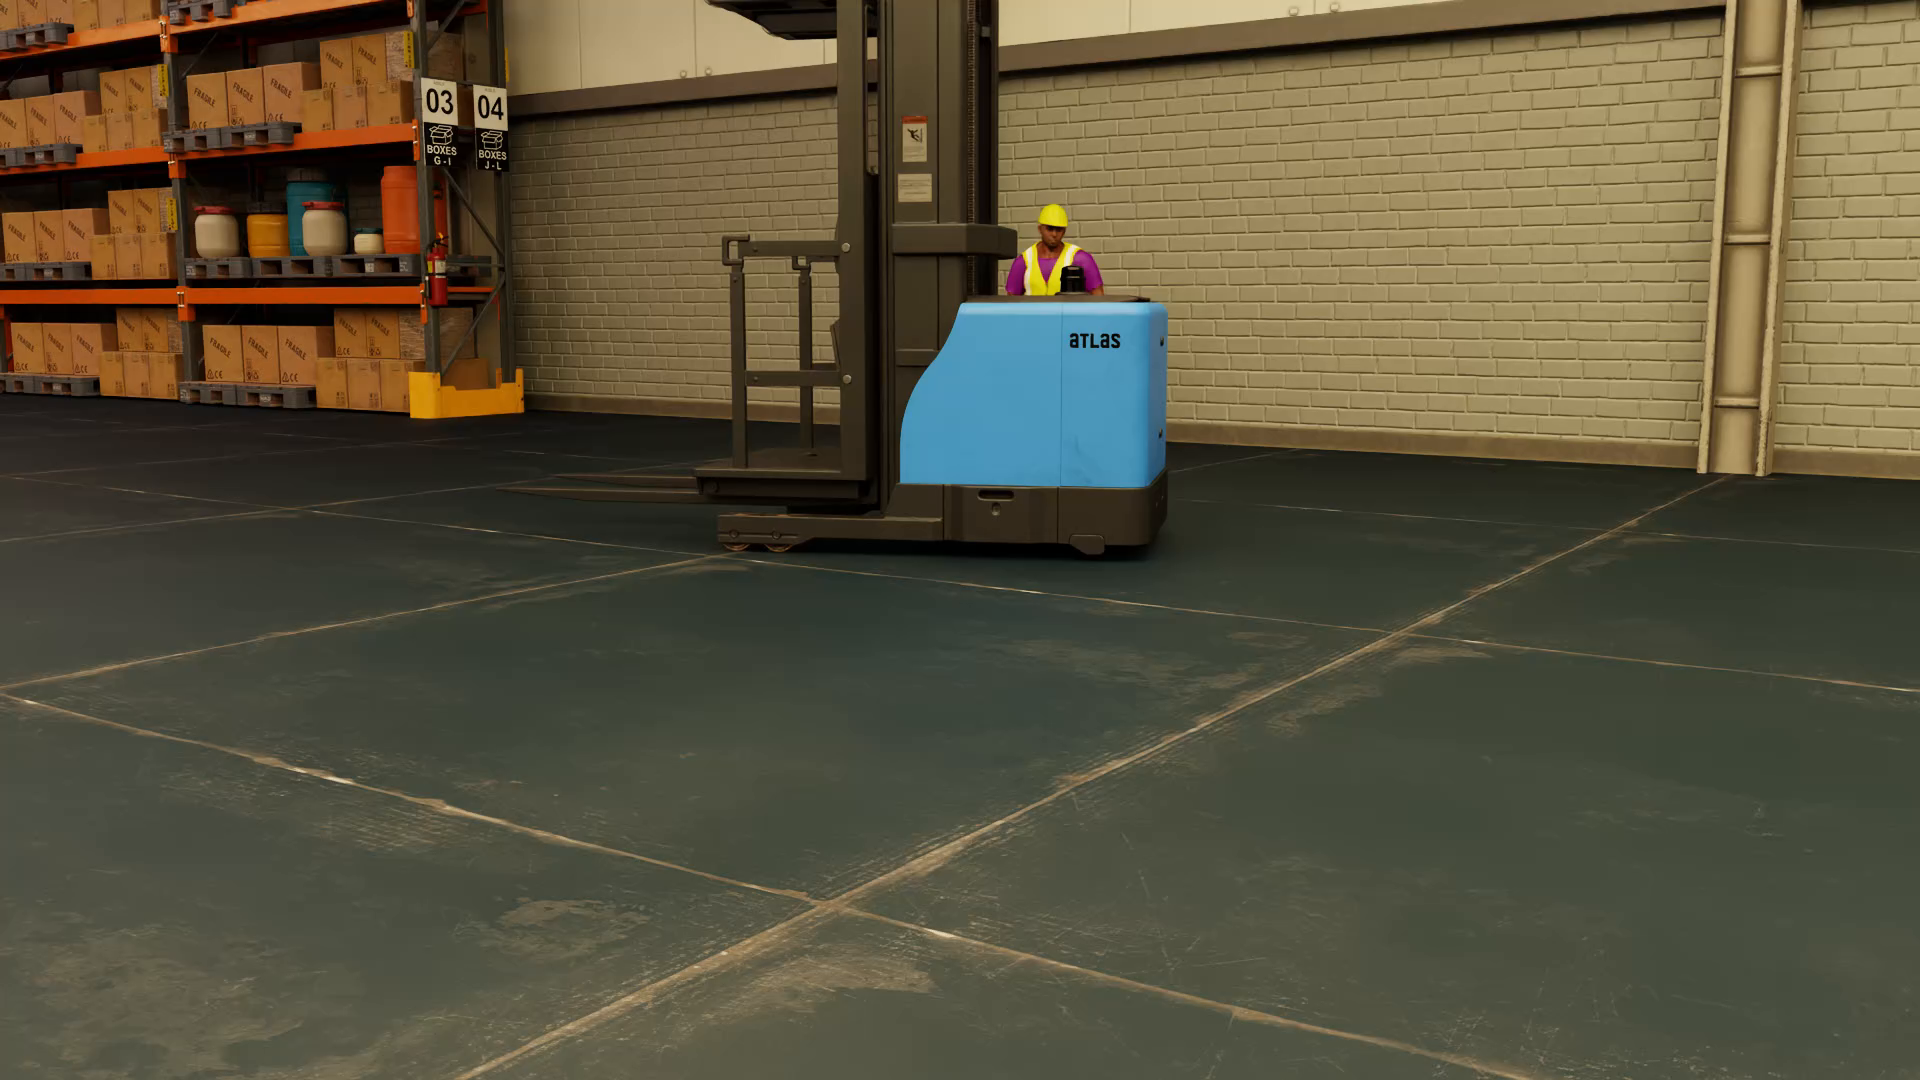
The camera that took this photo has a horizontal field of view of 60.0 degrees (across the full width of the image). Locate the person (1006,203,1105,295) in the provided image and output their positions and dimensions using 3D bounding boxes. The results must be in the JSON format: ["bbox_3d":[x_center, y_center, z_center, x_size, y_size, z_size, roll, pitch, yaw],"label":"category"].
[{"bbox_3d":[0.646,-1.412,11.364,0.821,1.740,0.417,2,8,12],"label":"person"}]

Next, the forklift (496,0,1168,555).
[{"bbox_3d":[-0.596,-1.469,7.520,3.031,2.935,1.130,2,8,12],"label":"forklift"}]
